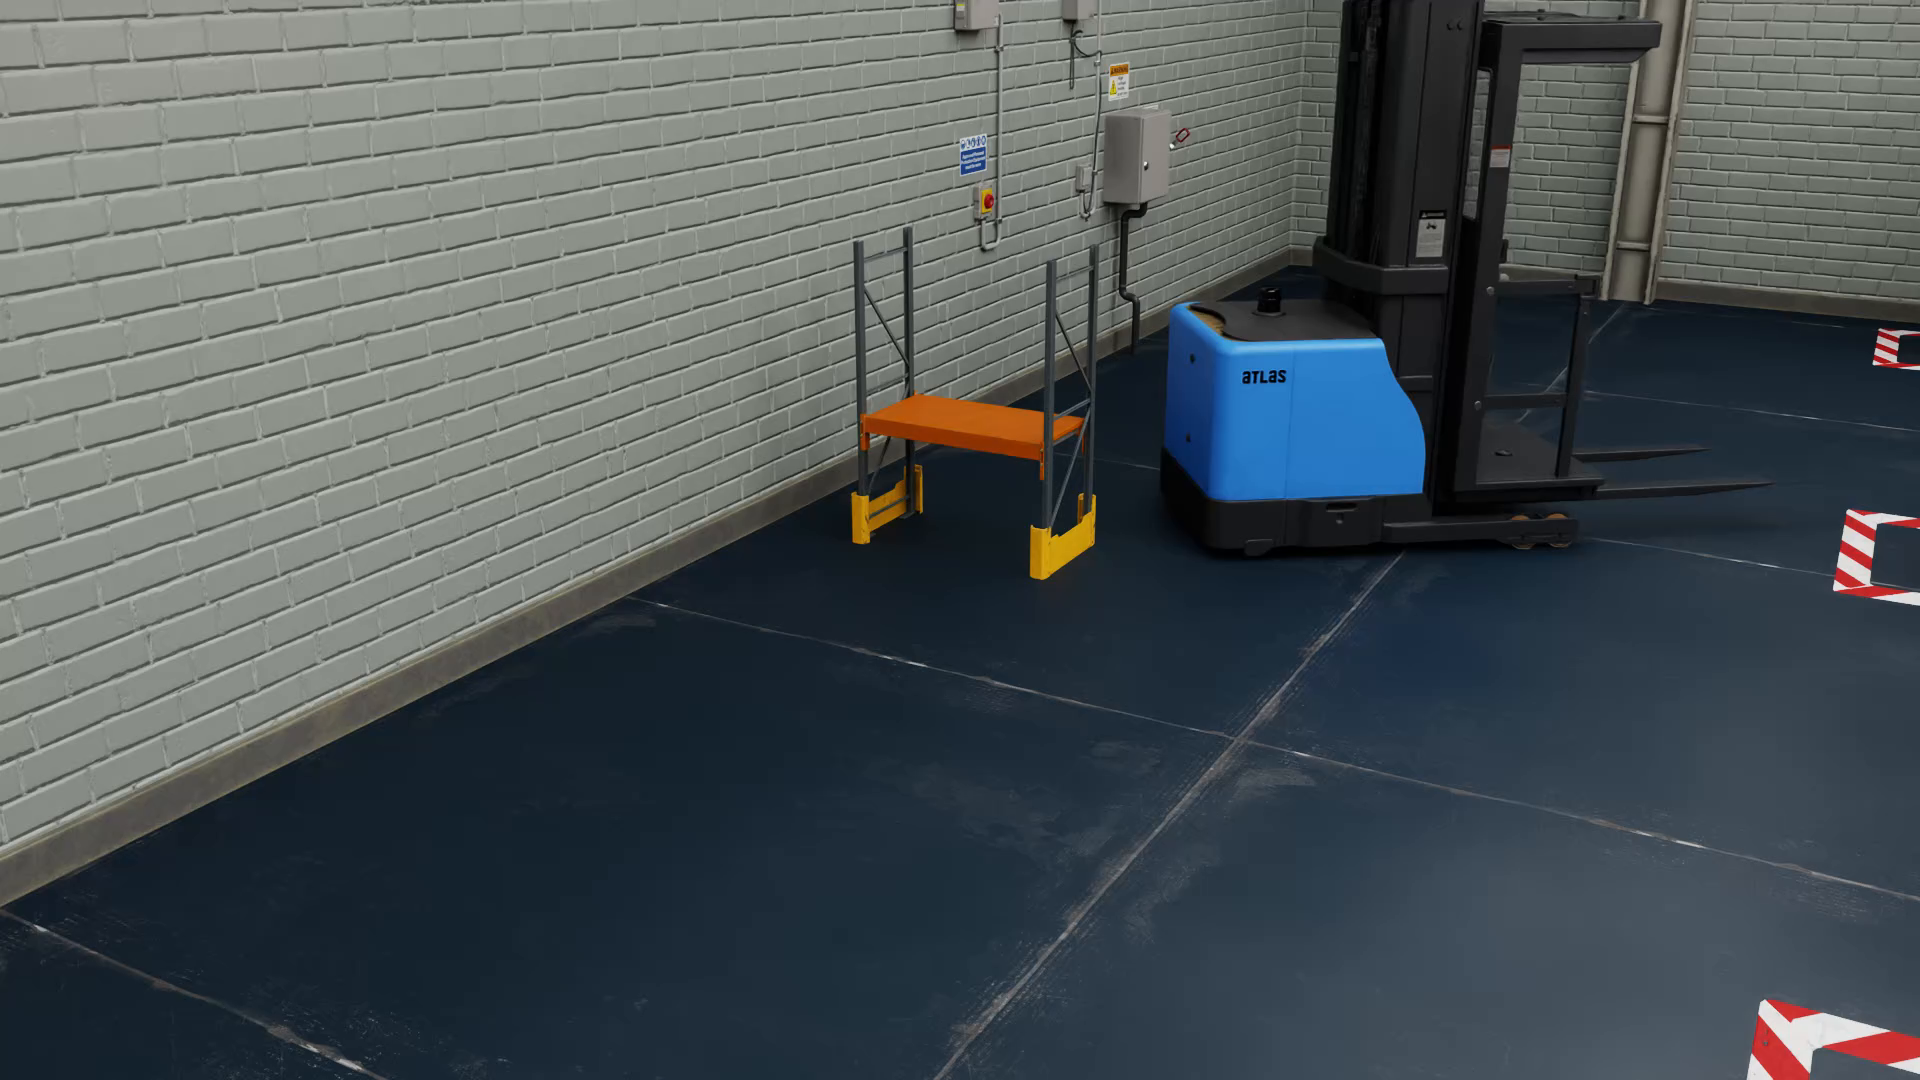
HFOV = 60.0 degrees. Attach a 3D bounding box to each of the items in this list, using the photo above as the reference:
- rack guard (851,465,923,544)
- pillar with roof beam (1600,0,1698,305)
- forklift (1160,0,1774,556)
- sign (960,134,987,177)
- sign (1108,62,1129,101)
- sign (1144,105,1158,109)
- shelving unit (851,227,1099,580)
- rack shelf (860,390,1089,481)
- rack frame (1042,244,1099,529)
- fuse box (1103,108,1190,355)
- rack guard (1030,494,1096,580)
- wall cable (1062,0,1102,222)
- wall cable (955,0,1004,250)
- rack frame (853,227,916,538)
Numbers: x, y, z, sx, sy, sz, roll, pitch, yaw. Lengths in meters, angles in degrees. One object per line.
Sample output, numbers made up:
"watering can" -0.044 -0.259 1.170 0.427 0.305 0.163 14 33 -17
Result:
"rack guard" -0.368 -0.188 8.516 0.087 0.250 0.587 11 23 27
"pillar with roof beam" 3.494 -4.968 8.865 0.400 9.000 9.100 11 23 27
"forklift" 2.629 -1.506 8.219 3.031 2.935 1.130 -3 20 -7
"sign" 0.079 -2.288 9.879 0.001 0.218 0.327 11 23 27
"sign" 1.100 -3.173 11.502 0.001 0.242 0.339 11 23 27
"sign" 1.368 -2.903 12.110 0.001 0.494 0.329 11 23 27
"shelving unit" 0.067 -0.692 8.074 1.083 1.500 0.587 11 23 27
"rack shelf" 0.074 -0.522 8.132 1.000 0.185 0.538 11 23 27
"rack frame" 0.518 -0.606 7.837 0.032 1.500 0.500 11 23 27
"fuse box" 1.308 -2.161 11.813 0.414 1.711 0.539 11 23 27
"rack guard" 0.501 -0.022 8.059 0.087 0.250 0.587 11 23 27
"wall cable" 0.838 -3.067 10.932 0.122 1.984 0.588 11 23 27
"wall cable" 0.156 -2.658 9.758 0.123 1.953 0.585 11 23 27
"rack frame" -0.369 -0.775 8.303 0.032 1.500 0.500 11 23 27
